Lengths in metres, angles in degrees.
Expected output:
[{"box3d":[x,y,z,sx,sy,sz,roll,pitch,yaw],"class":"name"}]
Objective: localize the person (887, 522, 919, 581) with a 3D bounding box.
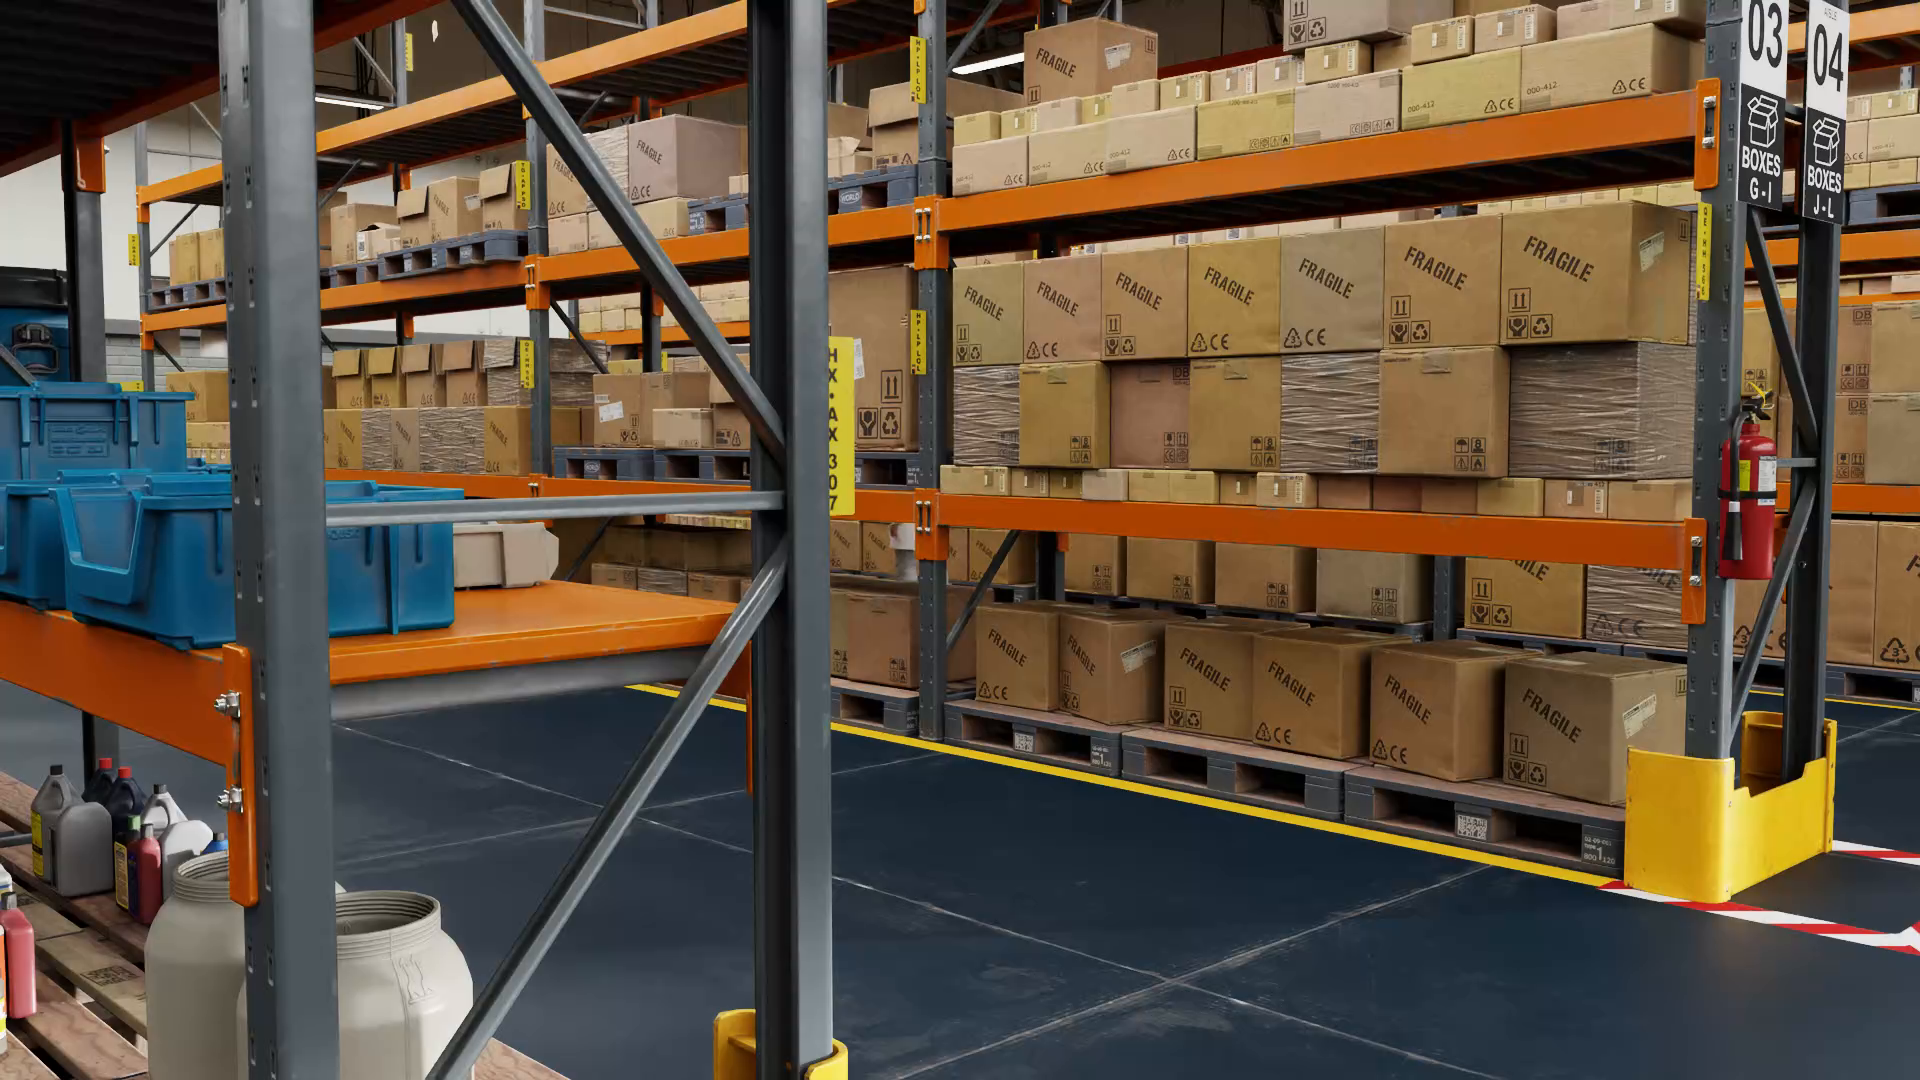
[{"box3d":[-0.353,-0.142,13.441,0.562,1.779,0.388,-3,5,-42],"class":"person"}]
